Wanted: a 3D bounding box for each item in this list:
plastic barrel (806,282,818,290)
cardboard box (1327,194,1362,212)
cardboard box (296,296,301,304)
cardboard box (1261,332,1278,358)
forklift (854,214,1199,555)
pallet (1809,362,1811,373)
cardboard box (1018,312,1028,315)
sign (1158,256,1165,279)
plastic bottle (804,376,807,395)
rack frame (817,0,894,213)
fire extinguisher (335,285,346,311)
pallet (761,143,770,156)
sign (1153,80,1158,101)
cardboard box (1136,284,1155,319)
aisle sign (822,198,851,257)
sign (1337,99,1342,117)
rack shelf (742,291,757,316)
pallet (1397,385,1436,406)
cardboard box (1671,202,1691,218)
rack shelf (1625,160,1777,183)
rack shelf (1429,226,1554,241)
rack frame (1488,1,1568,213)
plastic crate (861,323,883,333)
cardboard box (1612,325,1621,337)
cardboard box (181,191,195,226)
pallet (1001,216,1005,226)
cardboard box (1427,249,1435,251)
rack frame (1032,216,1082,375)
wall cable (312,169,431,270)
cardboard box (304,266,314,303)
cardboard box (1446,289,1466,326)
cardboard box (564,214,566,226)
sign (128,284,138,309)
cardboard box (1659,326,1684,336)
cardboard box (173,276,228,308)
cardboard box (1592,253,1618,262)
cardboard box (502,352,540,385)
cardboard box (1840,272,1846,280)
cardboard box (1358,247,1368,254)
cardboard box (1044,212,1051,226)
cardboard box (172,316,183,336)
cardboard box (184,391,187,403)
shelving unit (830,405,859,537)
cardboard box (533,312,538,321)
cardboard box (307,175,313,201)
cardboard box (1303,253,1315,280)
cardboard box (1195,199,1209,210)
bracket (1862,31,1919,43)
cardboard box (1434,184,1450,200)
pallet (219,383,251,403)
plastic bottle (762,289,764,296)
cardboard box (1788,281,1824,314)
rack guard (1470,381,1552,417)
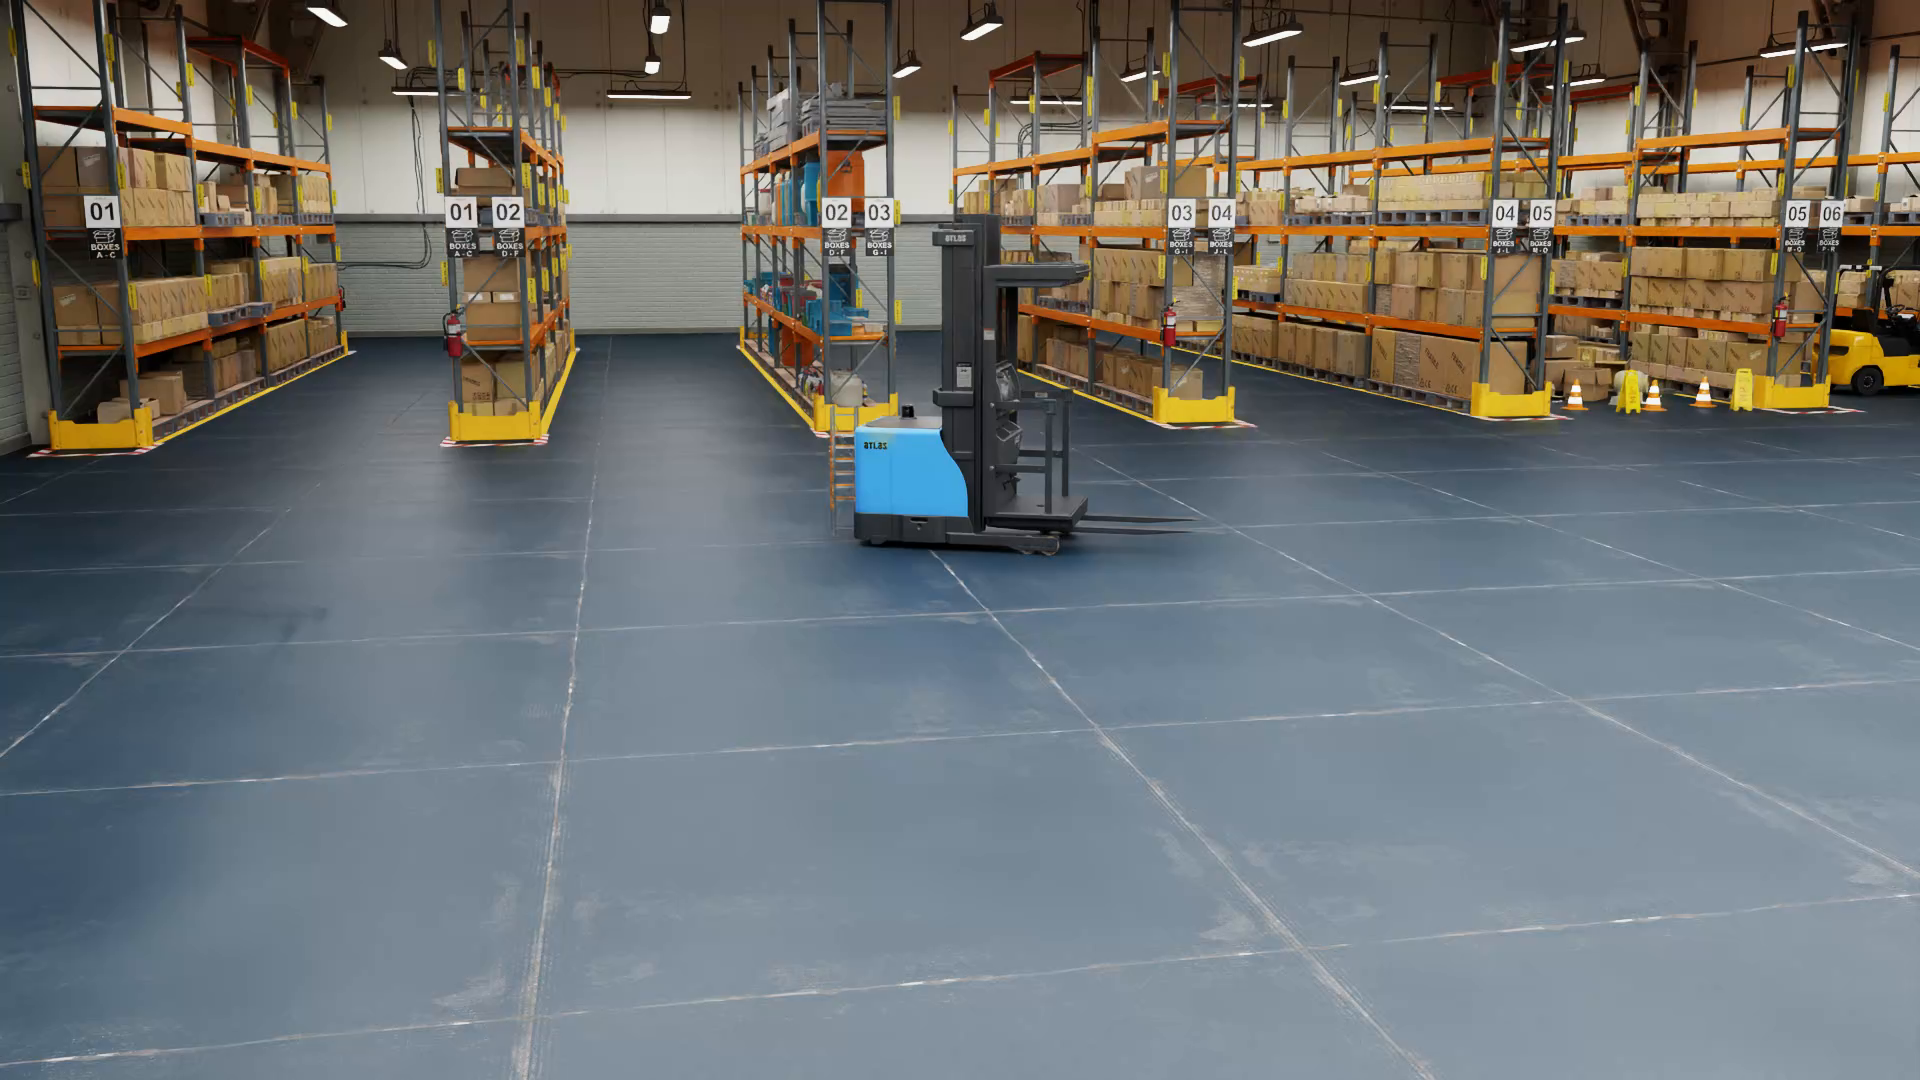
[{"bbox_3d":[-2.557,-4.373,29.905,0.421,0.512,0.421,0,11,0],"label":"plastic barrel"},{"bbox_3d":[6.998,-6.106,30.135,0.500,0.311,0.500,-3,11,-13],"label":"cardboard box"},{"bbox_3d":[-13.047,-4.662,32.339,0.380,0.149,0.250,-2,11,-10],"label":"cardboard box"},{"bbox_3d":[6.392,-3.931,33.441,0.500,0.500,0.500,-2,11,-11],"label":"cardboard box"},{"bbox_3d":[0.616,-1.415,14.846,3.031,2.935,1.130,2,11,12],"label":"forklift"},{"bbox_3d":[17.077,-3.251,31.767,1.003,0.211,1.213,-2,11,-11],"label":"pallet"},{"bbox_3d":[1.612,-4.133,33.501,1.225,0.875,0.875,-2,11,-11],"label":"cardboard box"},{"bbox_3d":[2.899,-3.920,23.879,0.100,0.325,0.005,-2,11,-11],"label":"sign"},{"bbox_3d":[-2.411,-2.418,26.018,0.061,0.283,0.133,-2,11,-8],"label":"plastic bottle"},{"bbox_3d":[-1.411,-5.979,22.596,1.000,3.000,0.127,-2,11,-11],"label":"rack frame"},{"bbox_3d":[-13.817,-5.429,36.958,0.296,0.674,0.183,-2,11,-11],"label":"fire extinguisher"},{"bbox_3d":[-3.077,-7.290,31.061,1.213,0.211,1.003,-2,11,-11],"label":"pallet"},{"bbox_3d":[3.205,-7.407,27.388,0.100,0.325,0.005,-2,11,-11],"label":"sign"},{"bbox_3d":[3.152,-3.597,25.061,0.875,0.500,0.500,-2,11,-11],"label":"cardboard box"},{"bbox_3d":[-1.688,-4.285,22.788,0.394,0.787,0.004,-2,11,-11],"label":"aisle sign"},{"bbox_3d":[7.320,-8.346,32.109,0.100,0.325,0.005,-2,11,-11],"label":"sign"},{"bbox_3d":[-4.134,-5.246,36.715,1.077,0.370,4.000,-2,11,-11],"label":"rack shelf"},{"bbox_3d":[7.866,-2.371,27.143,1.003,0.211,1.213,-2,11,-11],"label":"pallet"},{"bbox_3d":[12.401,-5.575,28.101,0.500,0.250,0.500,-2,11,-10],"label":"cardboard box"},{"bbox_3d":[16.091,-7.985,36.129,1.077,0.370,4.000,-2,11,-11],"label":"rack shelf"},{"bbox_3d":[11.223,-6.527,35.420,1.077,0.370,4.000,-2,11,-11],"label":"rack shelf"},{"bbox_3d":[8.332,-6.321,24.393,1.000,3.000,0.127,-2,11,-11],"label":"rack frame"},{"bbox_3d":[-1.269,-3.078,24.106,0.298,0.136,0.250,-2,11,-11],"label":"plastic crate"},{"bbox_3d":[15.806,-4.970,39.406,0.500,0.311,0.500,-2,11,-9],"label":"cardboard box"},{"bbox_3d":[-11.566,-4.854,24.385,0.500,0.500,0.500,-2,11,-9],"label":"cardboard box"},{"bbox_3d":[1.340,-6.626,34.530,0.805,0.209,1.217,-3,11,-13],"label":"pallet"},{"bbox_3d":[10.638,-6.222,36.979,0.500,0.500,0.500,-2,11,-10],"label":"cardboard box"},{"bbox_3d":[1.891,-4.679,31.812,1.000,3.000,0.127,-2,11,-11],"label":"rack frame"},{"bbox_3d":[-14.990,-8.078,41.930,3.097,2.526,0.112,-2,11,-11],"label":"wall cable"},{"bbox_3d":[-13.552,-5.120,33.325,0.980,0.700,0.700,-2,11,-10],"label":"cardboard box"},{"bbox_3d":[8.087,-3.614,25.815,0.875,0.550,0.550,-2,11,-11],"label":"cardboard box"},{"bbox_3d":[-9.024,-7.102,36.921,0.500,0.250,0.500,-2,11,-11],"label":"cardboard box"},{"bbox_3d":[-10.597,-3.117,21.287,0.100,0.325,0.005,-2,11,-11],"label":"sign"},{"bbox_3d":[12.307,-3.611,28.692,0.380,0.149,0.250,-2,11,-9],"label":"cardboard box"},{"bbox_3d":[-12.233,-3.987,26.734,0.700,0.500,0.500,-1,11,-3],"label":"cardboard box"},{"bbox_3d":[11.932,-5.229,30.778,0.380,0.149,0.250,-2,11,-13],"label":"cardboard box"},{"bbox_3d":[-6.557,-2.549,24.846,0.500,0.500,0.500,-2,11,-11],"label":"cardboard box"},{"bbox_3d":[16.910,-5.003,31.511,0.380,0.149,0.250,-2,11,-11],"label":"cardboard box"},{"bbox_3d":[9.978,-6.854,40.298,0.500,0.500,0.500,-2,11,-13],"label":"cardboard box"},{"bbox_3d":[1.833,-5.890,30.550,0.500,0.250,0.500,-2,11,-10],"label":"cardboard box"},{"bbox_3d":[-11.217,-2.990,23.285,0.500,0.250,0.500,-2,11,-10],"label":"cardboard box"},{"bbox_3d":[-11.773,-2.133,24.833,0.380,0.166,0.250,-4,11,-18],"label":"cardboard box"},{"bbox_3d":[-1.060,-0.634,15.315,0.258,1.200,0.189,-1,3,-12],"label":"shelving unit"},{"bbox_3d":[-7.020,-3.633,26.985,0.380,0.149,0.250,-2,11,-11],"label":"cardboard box"},{"bbox_3d":[-13.432,-7.131,33.677,0.500,0.500,0.500,-2,11,-12],"label":"cardboard box"},{"bbox_3d":[6.954,-5.206,31.638,0.700,0.500,0.500,-2,11,-12],"label":"cardboard box"},{"bbox_3d":[3.621,-4.867,24.109,0.380,0.149,0.250,-2,11,-11],"label":"cardboard box"},{"bbox_3d":[17.855,-9.165,29.709,0.076,0.066,4.783,-2,11,-11],"label":"bracket"},{"bbox_3d":[7.770,-5.439,25.995,0.500,0.250,0.500,-2,11,-11],"label":"cardboard box"},{"bbox_3d":[-12.300,-2.402,27.307,1.003,0.211,1.213,-2,11,-11],"label":"pallet"},{"bbox_3d":[-3.962,-4.981,33.744,0.097,0.271,0.097,0,11,0],"label":"plastic bottle"},{"bbox_3d":[13.348,-3.865,26.469,0.500,0.500,0.500,-2,11,-12],"label":"cardboard box"},{"bbox_3d":[8.337,-2.142,25.164,1.175,0.500,0.348,-2,11,-11],"label":"rack guard"}]
